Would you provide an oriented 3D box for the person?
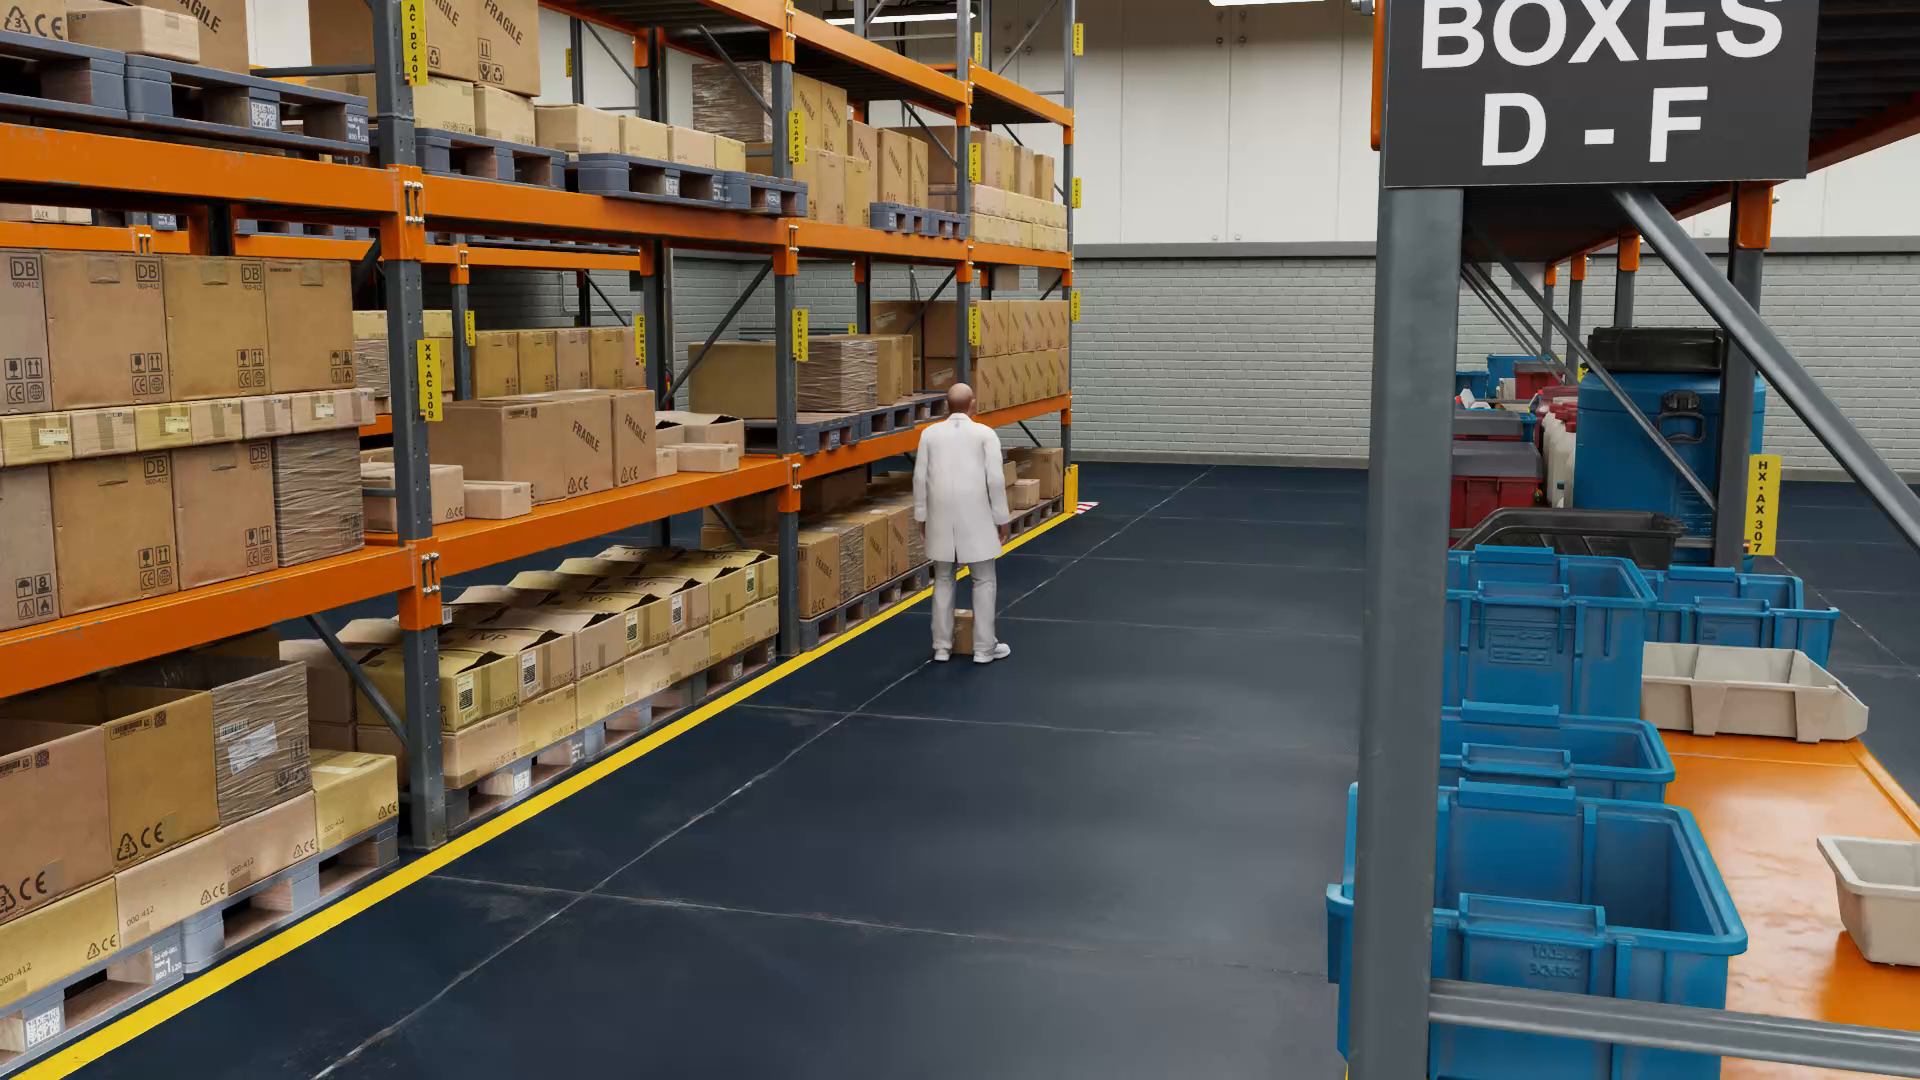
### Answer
[{"bbox_3d":[0.011,-0.113,10.664,0.644,1.774,0.428,2,9,16],"label":"person"}]
